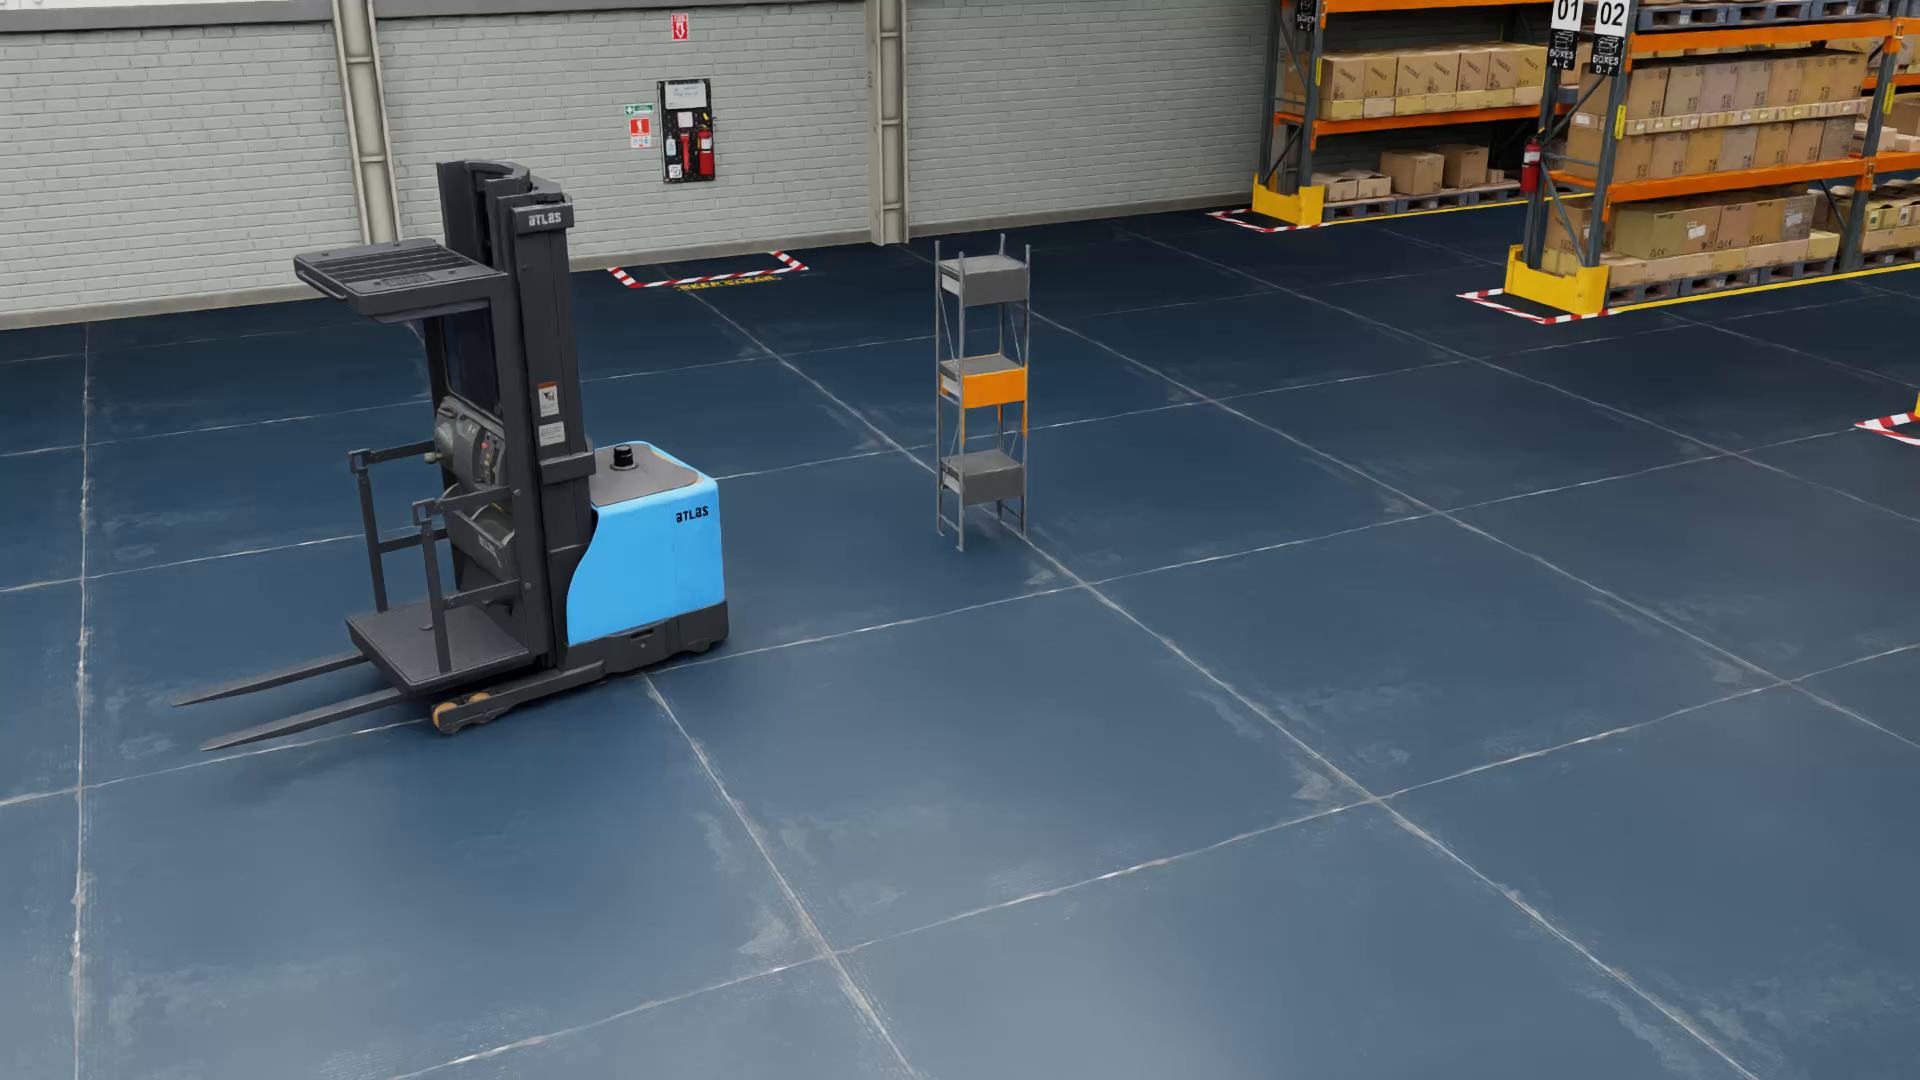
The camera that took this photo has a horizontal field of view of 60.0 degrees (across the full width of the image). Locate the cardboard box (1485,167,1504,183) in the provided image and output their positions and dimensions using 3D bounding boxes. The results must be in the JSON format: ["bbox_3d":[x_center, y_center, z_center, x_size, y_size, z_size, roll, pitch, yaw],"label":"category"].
[{"bbox_3d":[7.410,-5.138,23.370,0.250,0.166,0.380,-14,26,-30],"label":"cardboard box"}]

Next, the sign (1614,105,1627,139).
[{"bbox_3d":[6.662,-4.217,16.780,0.005,0.325,0.100,-10,25,-24],"label":"sign"}]

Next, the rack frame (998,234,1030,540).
[{"bbox_3d":[0.369,-1.038,11.513,0.015,2.100,0.400,-10,25,-24],"label":"rack frame"}]

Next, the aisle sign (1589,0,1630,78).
[{"bbox_3d":[6.501,-5.058,16.647,0.004,0.787,0.394,-10,25,-24],"label":"aisle sign"}]

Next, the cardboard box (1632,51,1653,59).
[{"bbox_3d":[9.439,-6.875,23.731,0.500,0.500,0.700,-7,23,-16],"label":"cardboard box"}]

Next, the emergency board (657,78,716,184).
[{"bbox_3d":[-3.119,-4.702,19.186,0.643,1.169,0.194,-10,25,-24],"label":"emergency board"}]

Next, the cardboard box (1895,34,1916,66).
[{"bbox_3d":[14.326,-7.611,25.670,0.500,0.500,0.500,-10,25,-23],"label":"cardboard box"}]

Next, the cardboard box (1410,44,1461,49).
[{"bbox_3d":[6.446,-6.458,22.619,0.500,0.500,0.500,-10,24,-22],"label":"cardboard box"}]

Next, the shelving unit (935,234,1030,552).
[{"bbox_3d":[0.149,-0.998,11.415,0.503,2.100,0.431,-10,25,-24],"label":"shelving unit"}]

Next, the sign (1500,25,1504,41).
[{"bbox_3d":[7.635,-7.069,23.390,0.005,0.325,0.100,-10,25,-24],"label":"sign"}]

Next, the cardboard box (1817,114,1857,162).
[{"bbox_3d":[9.634,-4.607,18.826,0.500,0.500,0.700,-11,25,-25],"label":"cardboard box"}]

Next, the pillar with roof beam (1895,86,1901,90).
[{"bbox_3d":[17.210,-9.372,22.626,0.400,9.000,9.100,-10,25,-24],"label":"pillar with roof beam"}]

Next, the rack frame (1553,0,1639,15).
[{"bbox_3d":[6.427,-6.745,16.278,0.127,3.000,1.000,-10,25,-24],"label":"rack frame"}]

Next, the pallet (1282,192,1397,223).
[{"bbox_3d":[5.091,-4.526,22.408,1.213,0.211,1.003,-10,25,-24],"label":"pallet"}]

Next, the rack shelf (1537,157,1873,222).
[{"bbox_3d":[8.229,-3.972,18.365,4.000,0.370,1.077,-10,25,-24],"label":"rack shelf"}]

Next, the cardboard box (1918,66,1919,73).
[{"bbox_3d":[14.906,-7.409,26.030,0.250,0.149,0.380,-10,25,-23],"label":"cardboard box"}]

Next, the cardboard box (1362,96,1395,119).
[{"bbox_3d":[5.314,-5.682,21.724,0.500,0.250,0.500,-11,25,-25],"label":"cardboard box"}]

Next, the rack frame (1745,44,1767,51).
[{"bbox_3d":[11.484,-7.006,24.754,0.127,3.000,1.000,-10,25,-24],"label":"rack frame"}]

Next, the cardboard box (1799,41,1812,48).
[{"bbox_3d":[12.508,-7.275,24.858,0.500,0.500,0.500,-10,24,-22],"label":"cardboard box"}]

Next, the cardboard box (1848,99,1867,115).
[{"bbox_3d":[9.879,-4.863,18.598,0.250,0.149,0.380,-10,25,-24],"label":"cardboard box"}]

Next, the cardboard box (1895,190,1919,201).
[{"bbox_3d":[11.431,-3.969,19.730,0.500,0.311,0.500,-11,25,-25],"label":"cardboard box"}]

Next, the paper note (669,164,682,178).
[{"bbox_3d":[-3.308,-4.289,19.341,0.142,0.148,0.016,-10,25,-24],"label":"paper note"}]

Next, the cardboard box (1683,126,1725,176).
[{"bbox_3d":[7.774,-4.261,17.992,0.500,0.500,0.700,-10,25,-23],"label":"cardboard box"}]

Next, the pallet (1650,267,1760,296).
[{"bbox_3d":[8.196,-3.027,18.786,1.213,0.211,1.003,-10,25,-24],"label":"pallet"}]

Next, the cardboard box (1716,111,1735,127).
[{"bbox_3d":[8.033,-4.524,17.778,0.250,0.149,0.380,-11,25,-24],"label":"cardboard box"}]

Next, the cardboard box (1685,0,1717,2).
[{"bbox_3d":[7.563,-5.636,17.118,0.250,0.149,0.380,-10,25,-24],"label":"cardboard box"}]

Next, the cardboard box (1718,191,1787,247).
[{"bbox_3d":[8.804,-3.591,18.569,0.500,0.500,0.500,-10,25,-24],"label":"cardboard box"}]

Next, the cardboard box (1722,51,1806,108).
[{"bbox_3d":[8.728,-5.039,18.175,0.500,0.500,0.700,-10,25,-24],"label":"cardboard box"}]

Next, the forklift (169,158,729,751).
[{"bbox_3d":[-2.895,-0.516,9.165,3.031,2.935,1.130,-16,27,-34],"label":"forklift"}]

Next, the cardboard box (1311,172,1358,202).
[{"bbox_3d":[4.938,-4.724,22.181,0.500,0.311,0.500,-14,26,-30],"label":"cardboard box"}]

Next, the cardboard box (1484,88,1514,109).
[{"bbox_3d":[7.131,-6.020,22.541,0.500,0.250,0.500,-10,25,-23],"label":"cardboard box"}]

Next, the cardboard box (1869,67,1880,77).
[{"bbox_3d":[13.974,-7.250,25.646,0.250,0.149,0.380,-10,25,-24],"label":"cardboard box"}]

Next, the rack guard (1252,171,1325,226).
[{"bbox_3d":[4.344,-4.537,22.057,0.348,0.500,1.175,-10,25,-24],"label":"rack guard"}]

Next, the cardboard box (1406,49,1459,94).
[{"bbox_3d":[6.214,-6.193,21.979,0.500,0.500,0.500,-10,24,-22],"label":"cardboard box"}]

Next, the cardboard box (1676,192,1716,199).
[{"bbox_3d":[8.127,-3.688,18.803,0.500,0.500,0.500,-10,25,-24],"label":"cardboard box"}]

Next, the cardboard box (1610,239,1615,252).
[{"bbox_3d":[7.227,-3.174,18.542,0.500,0.250,0.500,-10,25,-24],"label":"cardboard box"}]

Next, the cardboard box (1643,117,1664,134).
[{"bbox_3d":[7.111,-4.354,17.369,0.250,0.149,0.380,-11,25,-25],"label":"cardboard box"}]

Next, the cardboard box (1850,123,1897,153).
[{"bbox_3d":[10.456,-4.664,19.291,0.500,0.250,0.500,-9,24,-20],"label":"cardboard box"}]

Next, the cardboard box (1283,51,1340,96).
[{"bbox_3d":[4.608,-6.117,21.796,0.500,0.500,0.500,-11,25,-24],"label":"cardboard box"}]

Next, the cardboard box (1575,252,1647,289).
[{"bbox_3d":[7.007,-2.909,17.901,0.500,0.250,0.500,-10,25,-24],"label":"cardboard box"}]

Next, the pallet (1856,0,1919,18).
[{"bbox_3d":[10.820,-6.085,18.856,1.217,0.209,0.805,-12,25,-26],"label":"pallet"}]

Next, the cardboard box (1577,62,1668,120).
[{"bbox_3d":[6.901,-4.700,17.356,0.500,0.500,0.700,-10,25,-23],"label":"cardboard box"}]

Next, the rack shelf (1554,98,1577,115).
[{"bbox_3d":[9.681,-6.342,24.090,4.000,0.370,1.077,-10,25,-24],"label":"rack shelf"}]

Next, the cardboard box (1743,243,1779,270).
[{"bbox_3d":[8.809,-3.240,18.702,0.500,0.250,0.500,-10,25,-24],"label":"cardboard box"}]

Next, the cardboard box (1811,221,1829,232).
[{"bbox_3d":[10.279,-3.729,19.882,0.500,0.250,0.500,-11,25,-24],"label":"cardboard box"}]

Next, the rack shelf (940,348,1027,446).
[{"bbox_3d":[0.149,-0.985,11.420,0.480,0.518,0.431,-10,25,-24],"label":"rack shelf"}]

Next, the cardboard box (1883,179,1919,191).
[{"bbox_3d":[11.643,-4.238,20.378,0.500,0.311,0.500,-11,25,-24],"label":"cardboard box"}]

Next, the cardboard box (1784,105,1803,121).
[{"bbox_3d":[8.961,-4.695,18.192,0.250,0.149,0.380,-11,25,-24],"label":"cardboard box"}]
